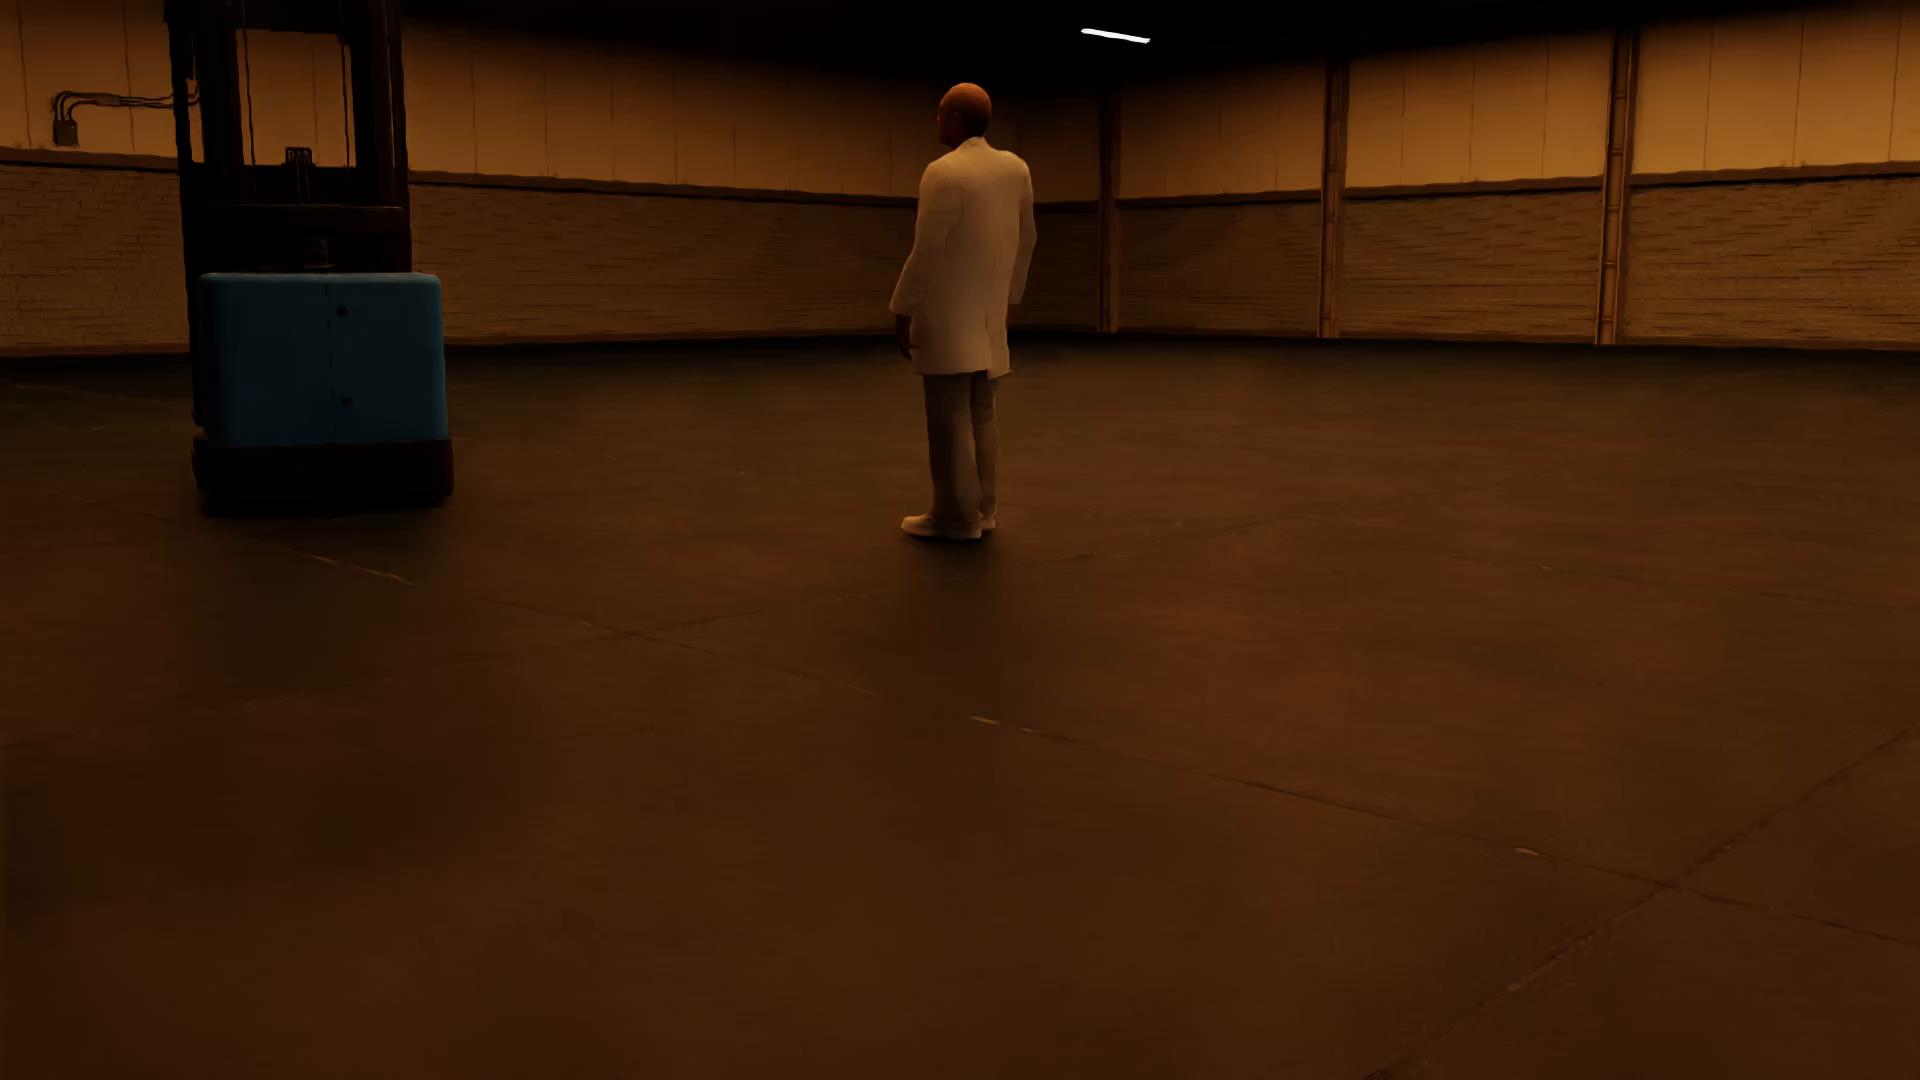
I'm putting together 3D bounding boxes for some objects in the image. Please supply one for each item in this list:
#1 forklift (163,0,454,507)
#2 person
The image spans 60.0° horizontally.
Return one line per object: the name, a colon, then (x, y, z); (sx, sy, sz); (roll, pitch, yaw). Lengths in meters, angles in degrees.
forklift: (-3.490, -1.780, 8.697); (1.130, 2.935, 3.031); (-4, 10, -26)
person: (-0.062, -0.896, 6.650); (0.579, 1.776, 0.694); (8, 12, 43)
